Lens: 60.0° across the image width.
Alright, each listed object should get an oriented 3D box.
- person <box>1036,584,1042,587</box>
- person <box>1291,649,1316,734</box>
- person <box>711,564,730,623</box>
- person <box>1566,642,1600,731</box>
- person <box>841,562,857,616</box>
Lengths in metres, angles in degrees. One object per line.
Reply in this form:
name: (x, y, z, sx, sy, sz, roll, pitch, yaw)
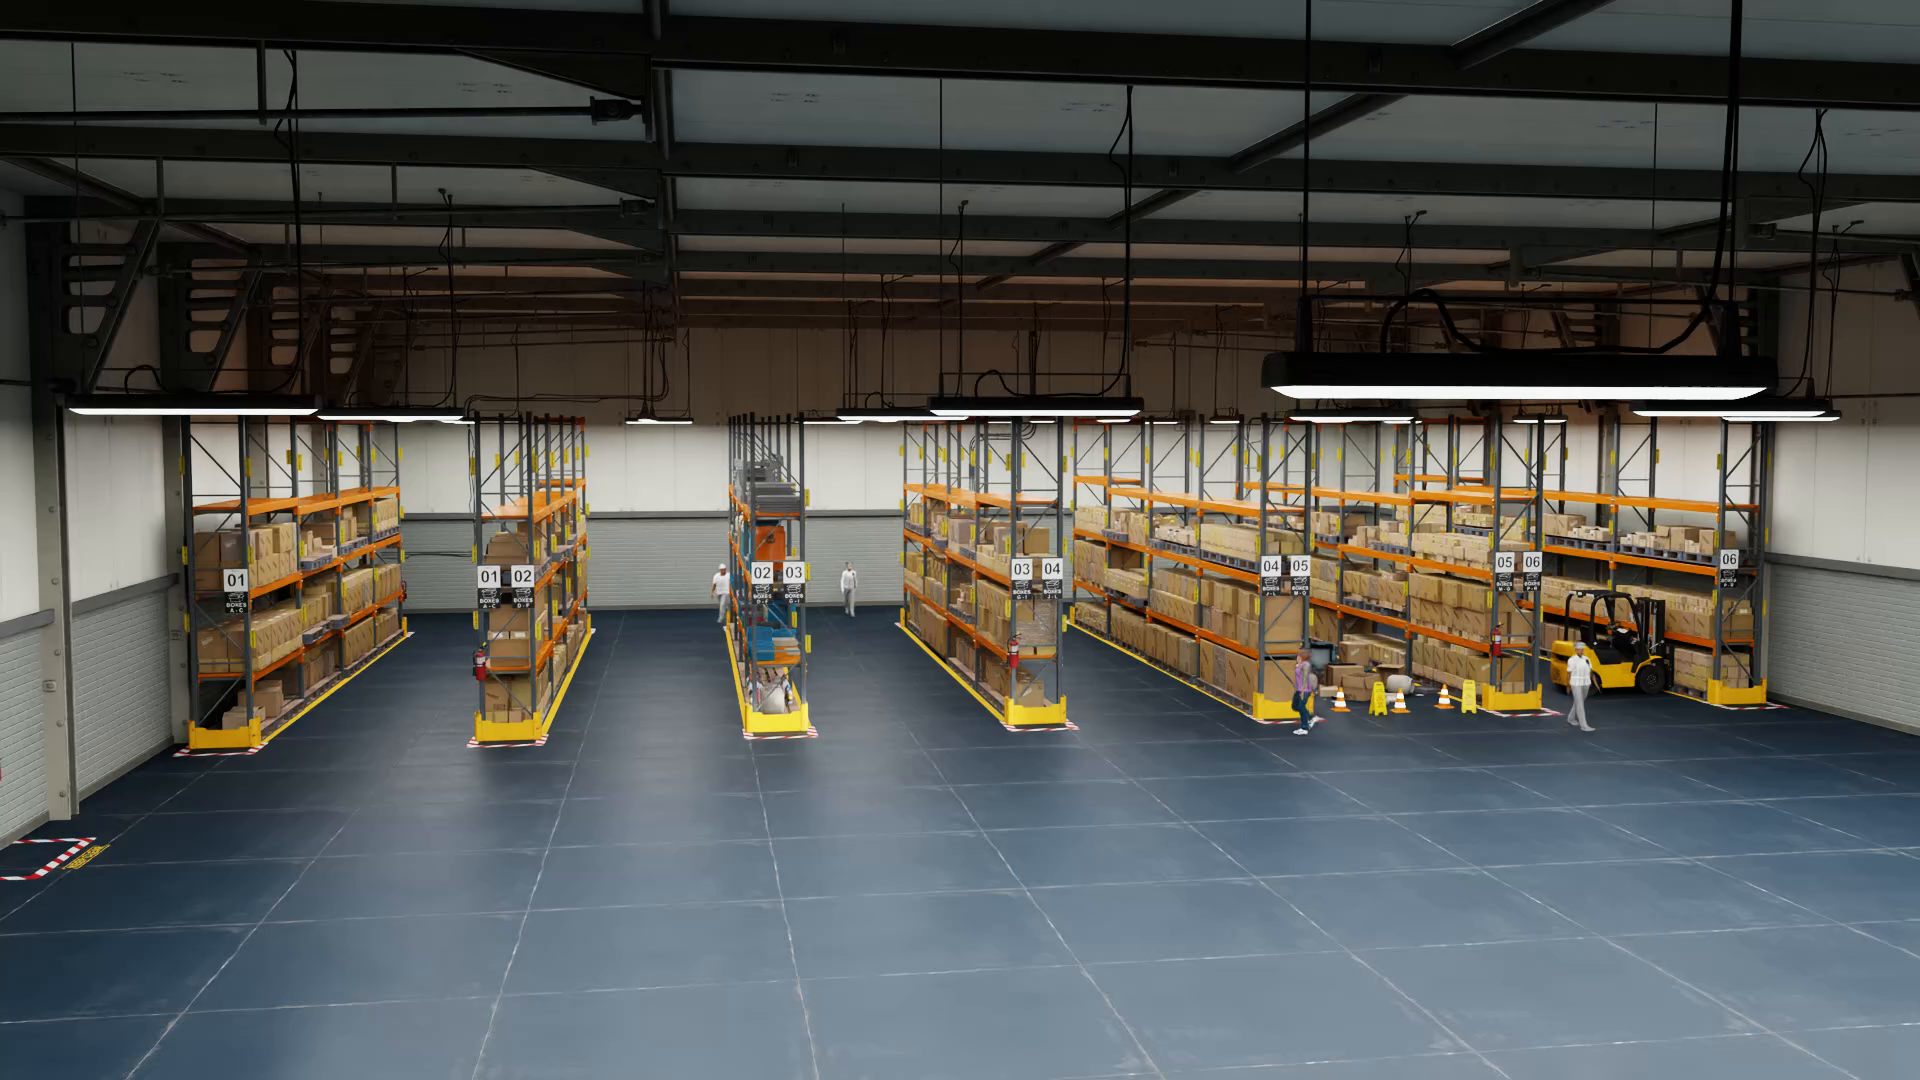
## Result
person: (2.307, 1.560, 48.914, 0.509, 1.682, 0.495, 2, 4, 27)
person: (6.425, 2.815, 30.881, 0.478, 1.572, 0.414, -1, 4, -11)
person: (-6.946, 1.549, 48.650, 0.551, 1.714, 1.107, 2, 4, 22)
person: (11.762, 2.743, 31.433, 0.470, 1.640, 0.955, -1, 4, -14)
person: (-3.359, 1.457, 50.425, 0.519, 1.615, 1.034, 0, 4, -6)
